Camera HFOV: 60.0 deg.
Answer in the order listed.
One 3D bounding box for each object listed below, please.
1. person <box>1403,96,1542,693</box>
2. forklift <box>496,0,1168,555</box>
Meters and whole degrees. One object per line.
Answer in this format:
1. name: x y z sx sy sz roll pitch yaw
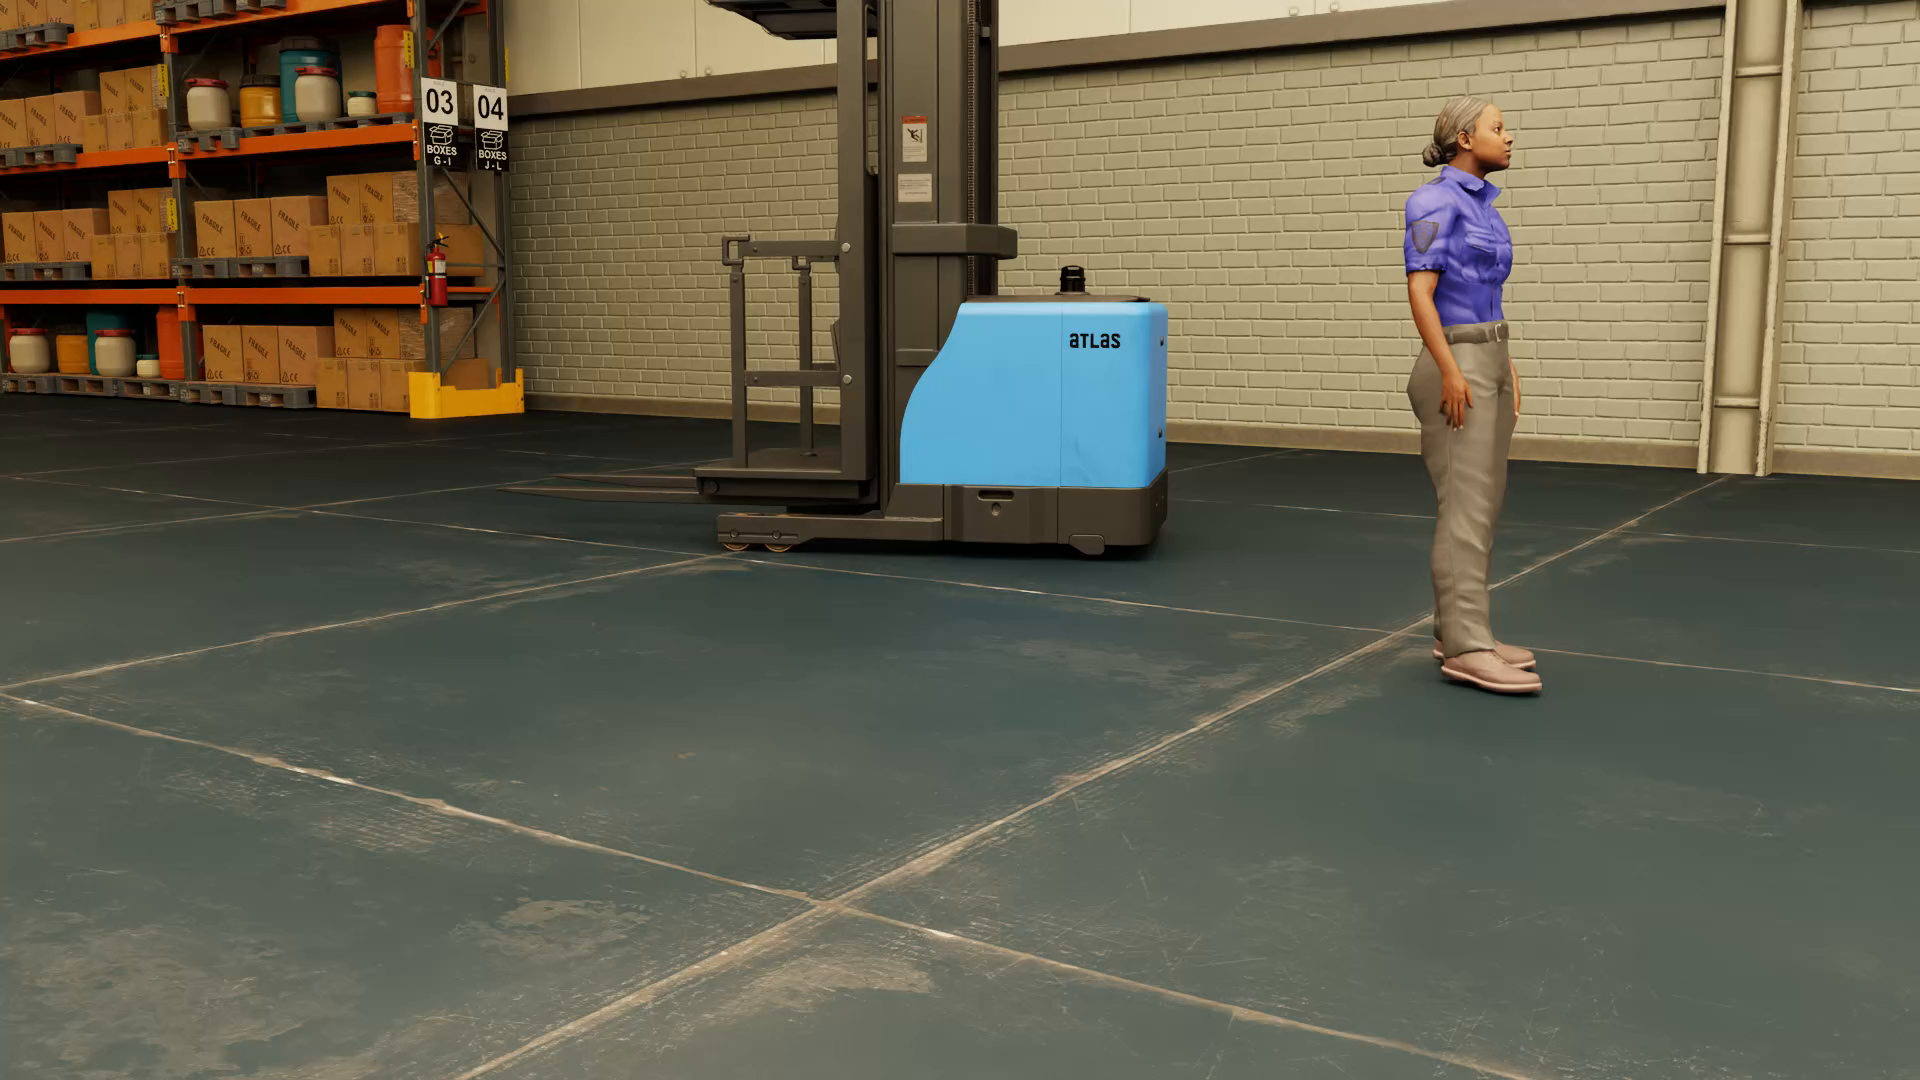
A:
1. person: 1.530 -0.441 4.779 0.504 1.654 0.570 6 10 37
2. forklift: -0.596 -1.469 7.520 3.031 2.935 1.130 2 8 12
